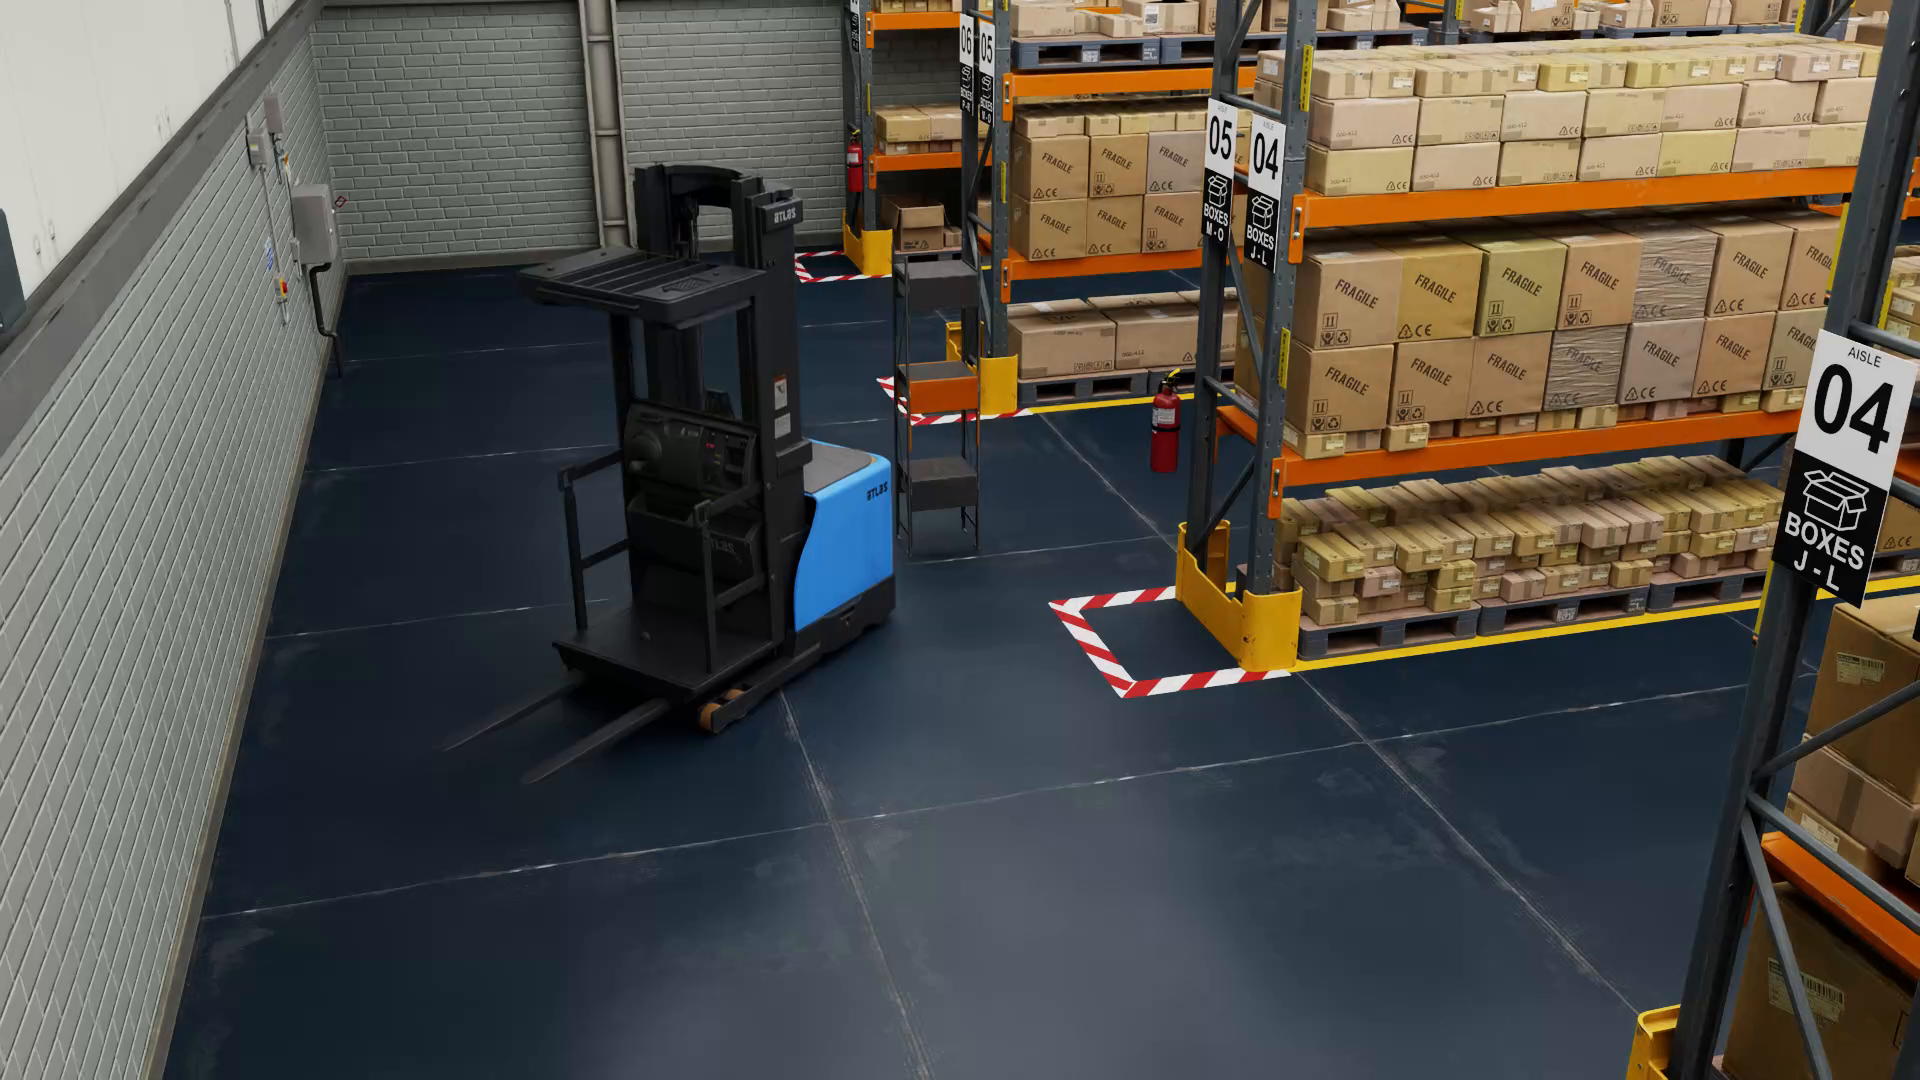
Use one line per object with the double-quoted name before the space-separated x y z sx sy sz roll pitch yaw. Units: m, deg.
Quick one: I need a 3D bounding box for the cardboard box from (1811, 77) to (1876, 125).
"cardboard box" 5.117 -2.634 9.836 0.500 0.250 0.500 -7 24 -17

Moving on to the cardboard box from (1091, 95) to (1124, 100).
"cardboard box" 1.683 -5.054 19.538 0.500 0.250 0.500 -7 24 -15

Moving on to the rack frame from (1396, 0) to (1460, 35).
"rack frame" 4.058 -5.866 14.008 0.127 3.000 1.000 -6 24 -14

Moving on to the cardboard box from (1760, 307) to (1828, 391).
"cardboard box" 5.104 -1.264 10.388 0.500 0.500 0.500 -6 24 -14

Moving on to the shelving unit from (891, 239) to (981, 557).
"shelving unit" -0.159 -0.947 11.295 0.503 2.100 0.431 -6 24 -14

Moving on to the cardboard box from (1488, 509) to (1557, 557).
"cardboard box" 3.500 -0.045 10.379 0.250 0.149 0.380 -6 24 -14

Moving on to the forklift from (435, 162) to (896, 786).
"forklift" -1.631 -0.485 9.163 1.130 2.935 3.031 14 27 30

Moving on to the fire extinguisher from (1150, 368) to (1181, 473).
"fire extinguisher" 1.274 -0.756 10.278 0.183 0.674 0.296 -6 24 -14

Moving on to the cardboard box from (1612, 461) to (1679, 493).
"cardboard box" 4.594 -0.386 11.174 0.250 0.149 0.380 -7 24 -15

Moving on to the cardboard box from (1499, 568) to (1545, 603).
"cardboard box" 3.459 0.238 10.473 0.250 0.149 0.380 -8 24 -17

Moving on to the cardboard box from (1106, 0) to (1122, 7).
"cardboard box" 1.713 -6.031 18.515 0.250 0.149 0.380 -6 24 -15

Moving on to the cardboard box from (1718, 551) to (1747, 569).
"cardboard box" 4.935 0.044 10.926 0.250 0.149 0.380 -6 24 -13

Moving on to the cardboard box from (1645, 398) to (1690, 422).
"cardboard box" 4.281 -0.872 10.298 0.250 0.149 0.380 -7 24 -17

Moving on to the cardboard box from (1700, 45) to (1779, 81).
"cardboard box" 4.505 -2.768 9.644 0.250 0.149 0.380 -5 24 -12

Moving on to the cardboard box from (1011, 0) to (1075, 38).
"cardboard box" 0.616 -4.313 13.725 0.500 0.250 0.500 -9 25 -19

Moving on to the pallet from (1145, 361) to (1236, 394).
"pallet" 2.128 -1.644 15.315 1.213 0.211 1.003 -6 24 -14

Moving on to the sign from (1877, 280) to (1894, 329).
"sign" 5.647 -1.433 10.187 0.005 0.325 0.100 -6 24 -14

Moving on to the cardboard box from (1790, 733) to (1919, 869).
"cardboard box" 3.279 0.860 5.755 0.500 0.250 0.500 -7 24 -15

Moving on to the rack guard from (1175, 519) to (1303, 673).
"rack guard" 1.715 0.327 10.355 0.348 0.500 1.175 -6 24 -14

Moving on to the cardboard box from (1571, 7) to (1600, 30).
"cardboard box" 5.371 -4.575 14.567 0.250 0.166 0.380 -8 24 -18

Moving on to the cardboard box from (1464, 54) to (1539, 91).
"cardboard box" 3.000 -2.599 9.250 0.250 0.149 0.380 -6 24 -13

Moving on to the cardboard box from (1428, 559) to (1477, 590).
"cardboard box" 2.982 0.155 10.291 0.250 0.149 0.380 -6 24 -13

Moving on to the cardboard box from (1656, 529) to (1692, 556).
"cardboard box" 4.497 -0.047 10.761 0.250 0.149 0.380 -6 24 -14

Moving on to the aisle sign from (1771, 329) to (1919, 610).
"aisle sign" 2.734 -0.221 5.164 0.004 0.787 0.394 -6 24 -14

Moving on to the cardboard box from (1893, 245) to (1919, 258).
"cardboard box" 9.896 -2.737 17.124 0.625 0.372 0.950 -6 24 -13

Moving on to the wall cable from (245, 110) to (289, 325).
"wall cable" -5.216 -2.554 12.571 0.123 1.953 0.585 -6 24 -14

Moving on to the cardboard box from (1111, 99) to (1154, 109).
"cardboard box" 1.487 -3.708 14.370 0.250 0.149 0.380 -7 24 -15

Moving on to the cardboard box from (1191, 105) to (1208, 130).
"cardboard box" 2.128 -3.568 14.044 0.250 0.149 0.380 -7 24 -16

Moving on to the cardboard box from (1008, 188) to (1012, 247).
"cardboard box" 0.600 -2.880 14.532 0.500 0.500 0.500 -6 24 -14

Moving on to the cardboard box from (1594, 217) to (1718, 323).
"cardboard box" 4.120 -1.623 9.957 0.500 0.500 0.500 -6 24 -13

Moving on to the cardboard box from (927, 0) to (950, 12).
"cardboard box" -0.271 -5.834 18.057 0.250 0.149 0.380 -6 24 -14

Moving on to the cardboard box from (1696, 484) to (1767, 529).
"cardboard box" 4.985 -0.217 10.781 0.250 0.149 0.380 -6 24 -14

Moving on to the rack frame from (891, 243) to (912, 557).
"rack frame" -0.394 -0.921 11.234 0.015 2.100 0.400 -6 24 -14

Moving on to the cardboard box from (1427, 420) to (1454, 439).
"cardboard box" 2.762 -0.739 9.988 0.250 0.149 0.380 -5 24 -12

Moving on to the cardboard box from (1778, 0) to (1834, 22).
"cardboard box" 7.588 -5.056 15.262 0.637 0.503 0.797 -8 24 -18

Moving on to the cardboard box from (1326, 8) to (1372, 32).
"cardboard box" 3.275 -4.393 14.039 0.250 0.149 0.380 -6 24 -13

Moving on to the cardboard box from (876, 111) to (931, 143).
"cardboard box" -0.628 -4.580 18.434 0.500 0.250 0.500 -6 24 -14

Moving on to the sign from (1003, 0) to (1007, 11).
"sign" 0.351 -4.288 12.926 0.005 0.325 0.100 -6 24 -14

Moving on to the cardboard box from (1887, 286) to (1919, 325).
"cardboard box" 5.996 -1.458 10.376 0.250 0.149 0.380 -5 24 -12

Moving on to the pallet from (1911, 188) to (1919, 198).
"pallet" 9.805 -3.673 16.749 1.213 0.211 1.003 -6 24 -14

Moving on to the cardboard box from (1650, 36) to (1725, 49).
"cardboard box" 4.387 -2.949 10.064 0.250 0.149 0.380 -7 24 -16

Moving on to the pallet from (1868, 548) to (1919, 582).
"pallet" 6.242 -0.042 11.580 1.213 0.211 1.003 -6 24 -14

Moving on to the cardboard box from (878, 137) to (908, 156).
"cardboard box" -0.747 -4.382 18.477 0.250 0.149 0.380 -6 24 -15

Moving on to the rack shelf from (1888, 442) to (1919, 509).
"rack shelf" 4.810 -0.181 5.476 4.000 0.370 1.077 -6 24 -14

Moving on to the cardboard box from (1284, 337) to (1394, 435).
"cardboard box" 2.148 -0.940 9.632 0.500 0.500 0.500 -5 24 -12

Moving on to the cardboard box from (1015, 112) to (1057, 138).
"cardboard box" 0.624 -3.419 13.696 0.250 0.149 0.380 -6 24 -13

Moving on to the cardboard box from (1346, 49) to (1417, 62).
"cardboard box" 2.393 -2.700 9.485 0.250 0.149 0.380 -7 24 -16

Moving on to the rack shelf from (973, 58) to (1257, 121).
"rack shelf" 2.133 -3.943 14.245 4.000 0.370 1.077 -6 24 -14

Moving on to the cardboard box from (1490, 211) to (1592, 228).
"cardboard box" 3.510 -1.770 10.298 0.500 0.500 0.500 -7 24 -16

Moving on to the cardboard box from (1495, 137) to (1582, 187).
"cardboard box" 3.144 -2.189 9.433 0.500 0.250 0.500 -7 24 -16

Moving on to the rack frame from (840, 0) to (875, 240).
"rack frame" -1.137 -4.567 18.589 0.127 3.000 1.000 -6 24 -14

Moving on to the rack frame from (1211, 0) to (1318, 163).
"rack frame" 1.642 -3.571 8.660 0.127 3.000 1.000 -6 24 -14

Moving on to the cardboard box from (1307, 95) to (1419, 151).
"cardboard box" 2.144 -2.302 9.064 0.500 0.250 0.500 -6 24 -14

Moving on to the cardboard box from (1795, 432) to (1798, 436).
"cardboard box" 6.142 -0.804 11.507 0.500 0.250 0.500 -7 24 -16

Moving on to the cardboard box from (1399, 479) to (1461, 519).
"cardboard box" 3.065 -0.257 10.873 0.250 0.149 0.380 -5 24 -12
